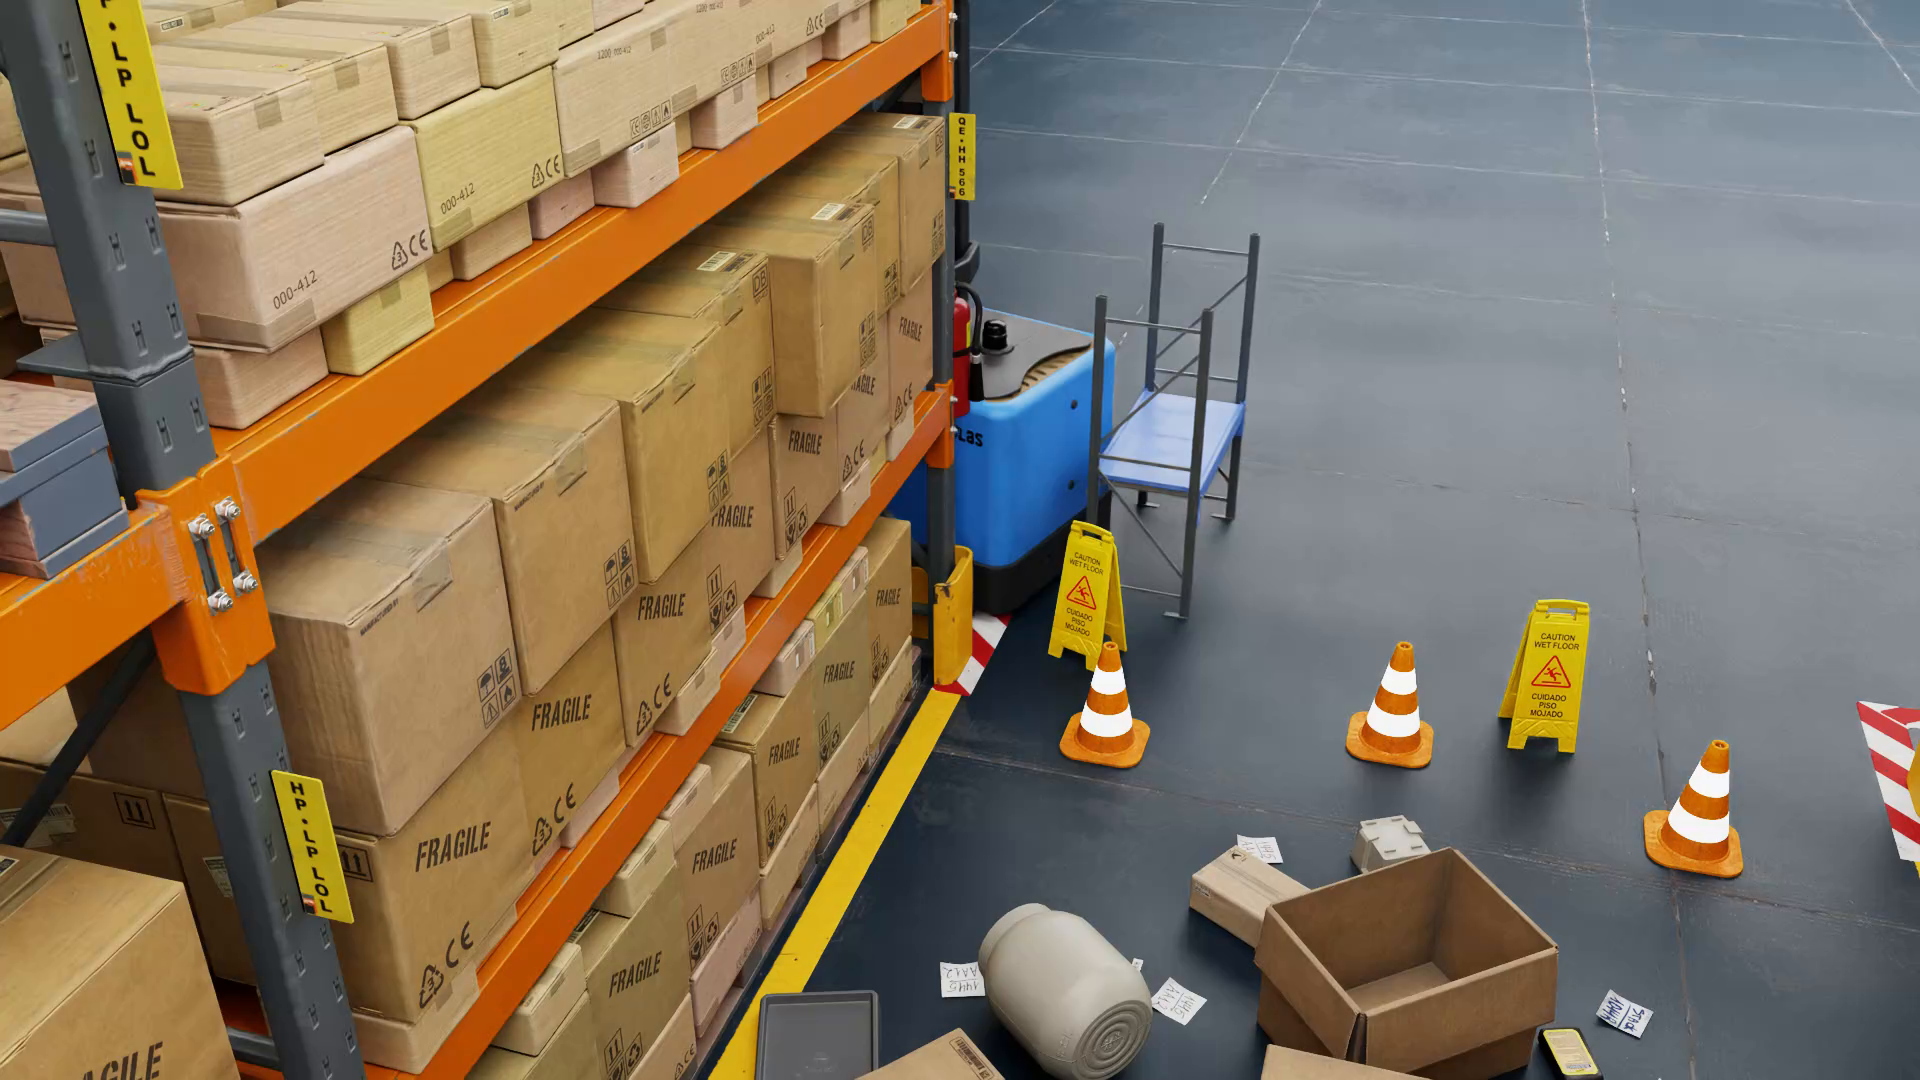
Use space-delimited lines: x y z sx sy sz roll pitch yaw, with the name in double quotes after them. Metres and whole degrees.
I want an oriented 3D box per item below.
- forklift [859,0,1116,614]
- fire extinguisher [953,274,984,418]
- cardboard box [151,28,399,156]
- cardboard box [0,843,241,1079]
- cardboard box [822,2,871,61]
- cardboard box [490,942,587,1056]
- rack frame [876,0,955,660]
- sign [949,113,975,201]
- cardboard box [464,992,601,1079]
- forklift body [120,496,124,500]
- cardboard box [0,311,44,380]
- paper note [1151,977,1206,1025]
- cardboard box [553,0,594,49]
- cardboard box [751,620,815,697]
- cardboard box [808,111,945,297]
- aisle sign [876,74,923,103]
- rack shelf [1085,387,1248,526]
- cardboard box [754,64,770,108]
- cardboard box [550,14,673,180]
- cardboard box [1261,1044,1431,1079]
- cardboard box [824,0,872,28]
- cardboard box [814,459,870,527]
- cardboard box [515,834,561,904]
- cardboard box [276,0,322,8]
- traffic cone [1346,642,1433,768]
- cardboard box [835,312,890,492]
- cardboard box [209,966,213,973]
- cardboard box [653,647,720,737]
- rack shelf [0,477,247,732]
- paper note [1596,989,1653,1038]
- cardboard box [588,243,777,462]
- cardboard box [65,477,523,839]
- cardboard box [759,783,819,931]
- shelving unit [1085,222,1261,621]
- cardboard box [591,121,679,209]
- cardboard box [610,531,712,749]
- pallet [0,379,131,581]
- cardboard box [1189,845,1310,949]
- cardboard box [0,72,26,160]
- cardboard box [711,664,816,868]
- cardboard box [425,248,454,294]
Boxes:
-0.768 -1.485 7.905 3.031 2.935 1.130 18 34 29 "forklift"
-0.042 -0.831 6.738 0.296 0.674 0.183 8 30 15 "fire extinguisher"
-1.237 -0.793 2.943 0.380 0.149 0.250 9 30 16 "cardboard box"
-1.606 0.872 2.757 0.500 0.500 0.500 8 30 14 "cardboard box"
-0.506 -1.634 5.275 0.380 0.149 0.250 9 30 16 "cardboard box"
-1.165 1.103 4.140 0.380 0.149 0.250 9 30 16 "cardboard box"
-0.516 -0.878 6.742 1.000 3.000 0.127 8 30 15 "rack frame"
0.009 -1.433 6.225 0.100 0.325 0.005 8 30 15 "sign"
-1.259 1.436 4.208 0.500 0.500 0.500 10 31 17 "cardboard box"
-4.075 -0.072 6.166 2.313 2.155 1.214 8 30 15 "forklift body"
-1.889 -0.410 3.075 0.380 0.149 0.250 9 30 15 "cardboard box"
0.717 1.522 5.495 0.148 0.019 0.142 20 35 32 "paper note"
-1.024 -1.155 3.594 0.380 0.149 0.250 7 30 13 "cardboard box"
-0.701 0.358 5.479 0.380 0.149 0.250 10 31 17 "cardboard box"
-0.457 -1.220 5.920 0.700 0.500 0.500 8 30 14 "cardboard box"
-0.221 -2.001 6.087 0.394 0.787 0.004 8 30 15 "aisle sign"
0.984 -0.411 7.816 0.538 0.185 1.000 10 31 17 "rack shelf"
-0.756 -1.282 4.642 0.380 0.149 0.250 8 30 13 "cardboard box"
-0.997 -1.031 3.781 0.500 0.250 0.500 9 30 15 "cardboard box"
1.122 1.767 4.416 0.797 0.637 0.503 8 30 15 "cardboard box"
-0.570 -1.745 5.064 0.500 0.250 0.500 8 30 14 "cardboard box"
-0.532 -0.190 5.764 0.380 0.149 0.250 9 30 16 "cardboard box"
-1.218 0.738 4.097 0.380 0.149 0.250 8 30 15 "cardboard box"
-1.515 -1.233 3.734 0.380 0.149 0.250 8 30 14 "cardboard box"
1.752 0.615 6.668 0.336 0.463 0.334 8 30 15 "traffic cone"
-0.563 -0.528 5.704 0.500 0.500 0.500 9 30 15 "cardboard box"
-1.887 0.898 3.808 0.380 0.149 0.250 8 30 14 "cardboard box"
-0.907 0.397 4.709 0.380 0.149 0.250 9 30 15 "cardboard box"
-2.277 0.914 1.175 1.077 0.370 4.000 8 30 15 "rack shelf"
2.175 1.547 5.439 0.144 0.017 0.142 20 35 32 "paper note"
-0.944 -0.522 4.665 0.700 0.500 0.500 8 30 15 "cardboard box"
-1.354 0.197 3.373 0.700 0.500 0.500 8 30 14 "cardboard box"
-0.804 1.038 5.695 0.500 0.250 0.500 7 30 13 "cardboard box"
0.984 -0.568 7.729 0.538 1.500 1.048 10 31 17 "shelving unit"
-0.902 -0.916 3.984 0.380 0.149 0.250 8 30 14 "cardboard box"
-1.010 0.175 4.441 0.500 0.500 0.500 8 30 14 "cardboard box"
-1.973 0.024 2.229 1.213 0.211 1.003 8 30 15 "pallet"
1.030 1.265 5.823 0.250 0.149 0.380 -24 37 -37 "cardboard box"
-1.806 -0.747 2.859 0.380 0.149 0.250 9 30 16 "cardboard box"
-0.807 0.699 5.533 0.500 0.500 0.500 8 30 14 "cardboard box"
-1.267 -0.574 3.370 0.380 0.149 0.250 9 30 15 "cardboard box"
